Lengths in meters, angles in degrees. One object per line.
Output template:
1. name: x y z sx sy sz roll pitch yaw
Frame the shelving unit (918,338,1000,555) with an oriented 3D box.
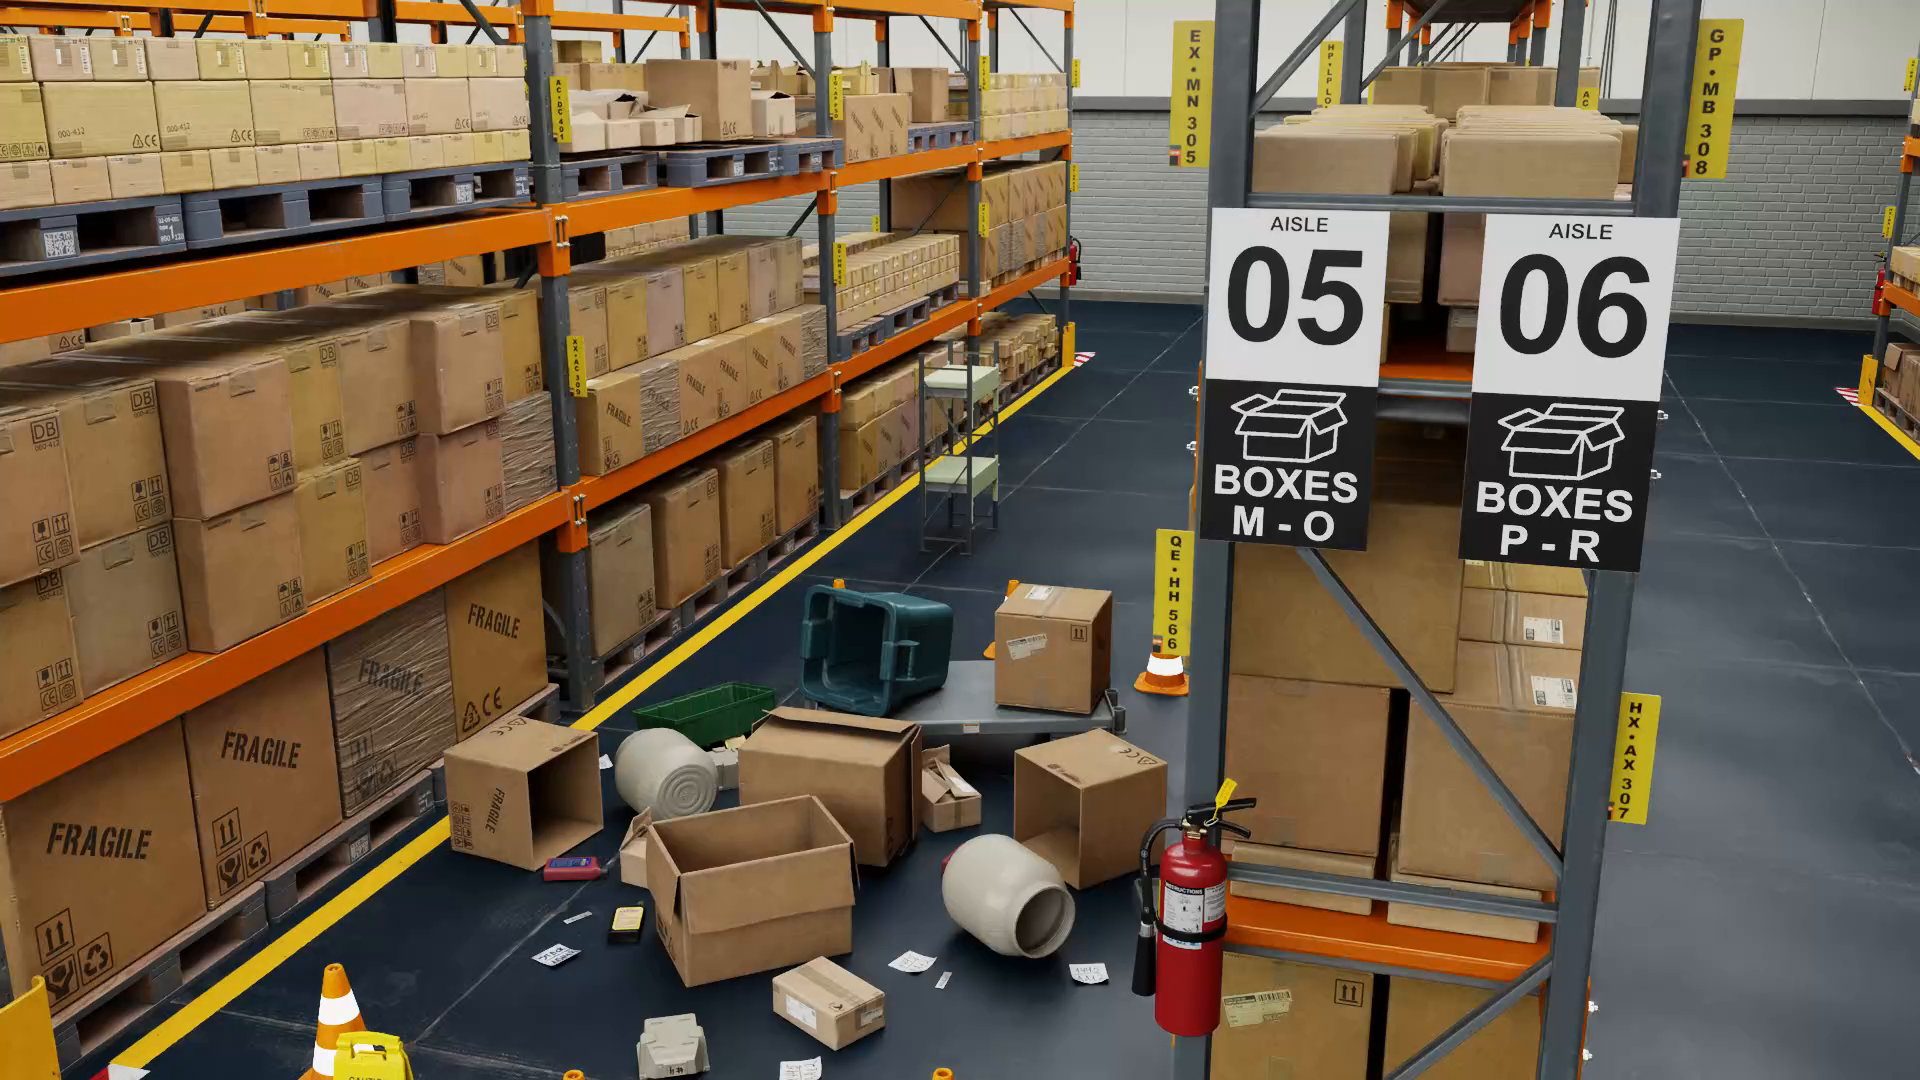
1. shelving unit: -0.002 -0.720 12.619 0.431 1.500 0.755 5 16 16

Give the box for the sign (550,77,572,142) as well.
1. sign: -2.042 -2.201 8.501 0.100 0.325 0.005 5 16 16

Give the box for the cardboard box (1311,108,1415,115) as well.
1. cardboard box: 1.568 -1.599 6.473 0.380 0.149 0.250 4 16 15

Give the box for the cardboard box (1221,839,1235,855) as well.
1. cardboard box: 0.930 0.822 4.894 0.380 0.149 0.250 4 16 15

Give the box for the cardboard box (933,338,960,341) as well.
1. cardboard box: -0.214 -2.112 18.142 0.380 0.149 0.250 4 16 13

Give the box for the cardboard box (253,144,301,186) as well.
1. cardboard box: -2.876 -1.501 6.634 0.380 0.149 0.250 5 17 16

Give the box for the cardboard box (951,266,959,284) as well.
1. cardboard box: -0.224 -2.568 16.078 0.380 0.149 0.250 4 16 15

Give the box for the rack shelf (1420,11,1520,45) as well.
1. rack shelf: 5.042 -5.120 16.440 1.077 0.370 4.000 5 16 16

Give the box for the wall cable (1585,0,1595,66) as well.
1. wall cable: 7.677 -7.633 23.248 2.355 3.000 0.029 5 16 16

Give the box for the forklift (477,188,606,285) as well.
1. forklift: -3.777 -1.936 14.284 1.130 2.935 3.031 7 17 24

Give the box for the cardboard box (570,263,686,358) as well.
1. cardboard box: -2.151 -1.440 10.393 0.700 0.500 0.500 5 17 16

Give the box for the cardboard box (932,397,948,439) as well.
1. cardboard box: -0.416 -1.258 15.580 0.500 0.500 0.500 4 16 15

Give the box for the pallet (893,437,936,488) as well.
1. pallet: -0.866 -0.741 15.054 1.003 0.211 1.213 5 16 16

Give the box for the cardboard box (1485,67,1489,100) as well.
1. cardboard box: 3.299 -3.008 11.480 0.797 0.503 0.637 4 16 12

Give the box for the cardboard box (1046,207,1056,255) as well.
1. cardboard box: 0.803 -3.572 19.198 0.500 0.500 0.500 4 16 15

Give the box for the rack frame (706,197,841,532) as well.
1. rack frame: -1.438 -1.560 12.832 1.000 3.000 0.127 5 16 16

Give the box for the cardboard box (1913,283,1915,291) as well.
1. cardboard box: 9.945 -2.584 16.904 0.380 0.149 0.250 4 16 15

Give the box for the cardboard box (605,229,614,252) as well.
1. cardboard box: -4.355 -3.457 19.249 0.500 0.250 0.500 5 17 17

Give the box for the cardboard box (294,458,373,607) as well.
1. cardboard box: -3.123 -0.064 7.282 0.875 0.550 0.500 5 16 16

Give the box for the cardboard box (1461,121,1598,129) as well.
1. cardboard box: 1.668 -1.152 4.897 0.380 0.149 0.250 5 16 16

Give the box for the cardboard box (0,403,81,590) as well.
1. cardboard box: -3.569 -0.153 5.616 0.875 0.550 0.550 5 16 16

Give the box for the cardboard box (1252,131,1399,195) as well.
1. cardboard box: 0.876 -0.927 4.101 0.380 0.149 0.250 5 17 16

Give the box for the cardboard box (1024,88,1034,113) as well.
1. cardboard box: 0.502 -4.725 17.853 0.500 0.250 0.500 4 16 13

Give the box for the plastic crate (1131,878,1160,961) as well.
1. plastic crate: 0.968 1.596 7.057 0.402 0.080 0.583 -1 16 -3

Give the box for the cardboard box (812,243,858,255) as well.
1. cardboard box: -1.148 -2.634 15.219 0.380 0.149 0.250 4 16 15

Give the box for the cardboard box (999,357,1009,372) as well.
1. cardboard box: 0.309 -1.930 18.047 0.380 0.149 0.250 5 17 18

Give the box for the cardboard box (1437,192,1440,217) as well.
1. cardboard box: 1.520 -1.310 6.185 0.500 0.250 0.500 5 17 16

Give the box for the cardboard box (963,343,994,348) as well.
1. cardboard box: 0.207 -2.005 17.764 0.380 0.149 0.250 4 16 14

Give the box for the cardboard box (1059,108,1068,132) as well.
1. cardboard box: 0.960 -4.884 19.330 0.500 0.250 0.500 4 16 15

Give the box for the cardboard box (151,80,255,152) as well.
1. cardboard box: -3.042 -1.602 6.261 0.500 0.250 0.500 4 16 15

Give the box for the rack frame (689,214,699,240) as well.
1. rack frame: -3.891 -4.064 21.660 1.000 3.000 0.127 5 16 16

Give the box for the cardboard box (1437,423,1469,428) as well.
1. cardboard box: 1.471 -0.325 5.918 0.700 0.500 0.500 5 16 16

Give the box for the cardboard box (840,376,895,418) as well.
1. cardboard box: -0.866 -1.214 14.051 0.500 0.250 0.500 4 16 15

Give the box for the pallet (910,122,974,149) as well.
1. pallet: -0.579 -3.806 15.597 1.213 0.211 1.003 5 16 16

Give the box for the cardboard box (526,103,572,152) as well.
1. cardboard box: -2.527 -2.332 9.378 0.500 0.250 0.500 5 17 16

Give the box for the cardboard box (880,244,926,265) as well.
1. cardboard box: -0.527 -2.583 15.040 0.380 0.149 0.250 4 16 14

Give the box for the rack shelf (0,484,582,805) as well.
1. rack shelf: -3.143 0.356 7.396 1.077 0.370 4.000 5 16 16

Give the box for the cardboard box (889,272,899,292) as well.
1. cardboard box: -0.743 -2.232 14.347 0.380 0.149 0.250 4 16 15

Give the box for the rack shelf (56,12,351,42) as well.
1. rack shelf: -9.208 -6.272 20.504 1.077 0.370 4.000 5 16 16

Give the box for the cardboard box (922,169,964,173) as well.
1. cardboard box: -0.126 -3.691 17.785 0.500 0.500 0.500 5 17 17

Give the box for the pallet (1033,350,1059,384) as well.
1. pallet: 0.549 -2.082 19.782 1.003 0.211 1.213 5 16 16

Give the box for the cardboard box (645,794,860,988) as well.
1. cardboard box: -0.865 1.436 6.845 0.797 0.503 0.637 -7 17 -23

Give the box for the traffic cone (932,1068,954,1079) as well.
1. traffic cone: -0.051 1.898 5.288 0.336 0.463 0.334 5 16 16

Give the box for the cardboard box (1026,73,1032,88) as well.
1. cardboard box: 0.564 -4.945 17.899 0.380 0.149 0.250 4 16 14

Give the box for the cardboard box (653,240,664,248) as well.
1. cardboard box: -3.894 -3.625 20.573 0.380 0.149 0.250 5 17 17

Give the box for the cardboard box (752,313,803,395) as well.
1. cardboard box: -1.452 -1.339 11.870 0.500 0.500 0.500 5 16 16

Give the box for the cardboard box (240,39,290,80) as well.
1. cardboard box: -2.877 -1.885 6.527 0.380 0.149 0.250 5 17 17

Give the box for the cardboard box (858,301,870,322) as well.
1. cardboard box: -0.965 -1.883 13.663 0.380 0.149 0.250 5 17 19

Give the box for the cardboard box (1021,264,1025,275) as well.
1. cardboard box: 0.504 -3.024 18.454 0.380 0.149 0.250 5 17 17

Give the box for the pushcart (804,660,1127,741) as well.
1. pushcart: 0.000 0.942 8.817 1.648 0.377 0.936 -1 16 -3

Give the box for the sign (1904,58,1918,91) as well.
1. sign: 9.850 -4.817 17.217 0.100 0.325 0.005 5 16 16

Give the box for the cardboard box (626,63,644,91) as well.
1. cardboard box: -4.263 -5.527 20.186 0.700 0.500 0.500 4 16 14

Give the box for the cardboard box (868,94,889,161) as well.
1. cardboard box: -0.885 -3.311 13.326 0.500 0.500 0.500 5 16 16
